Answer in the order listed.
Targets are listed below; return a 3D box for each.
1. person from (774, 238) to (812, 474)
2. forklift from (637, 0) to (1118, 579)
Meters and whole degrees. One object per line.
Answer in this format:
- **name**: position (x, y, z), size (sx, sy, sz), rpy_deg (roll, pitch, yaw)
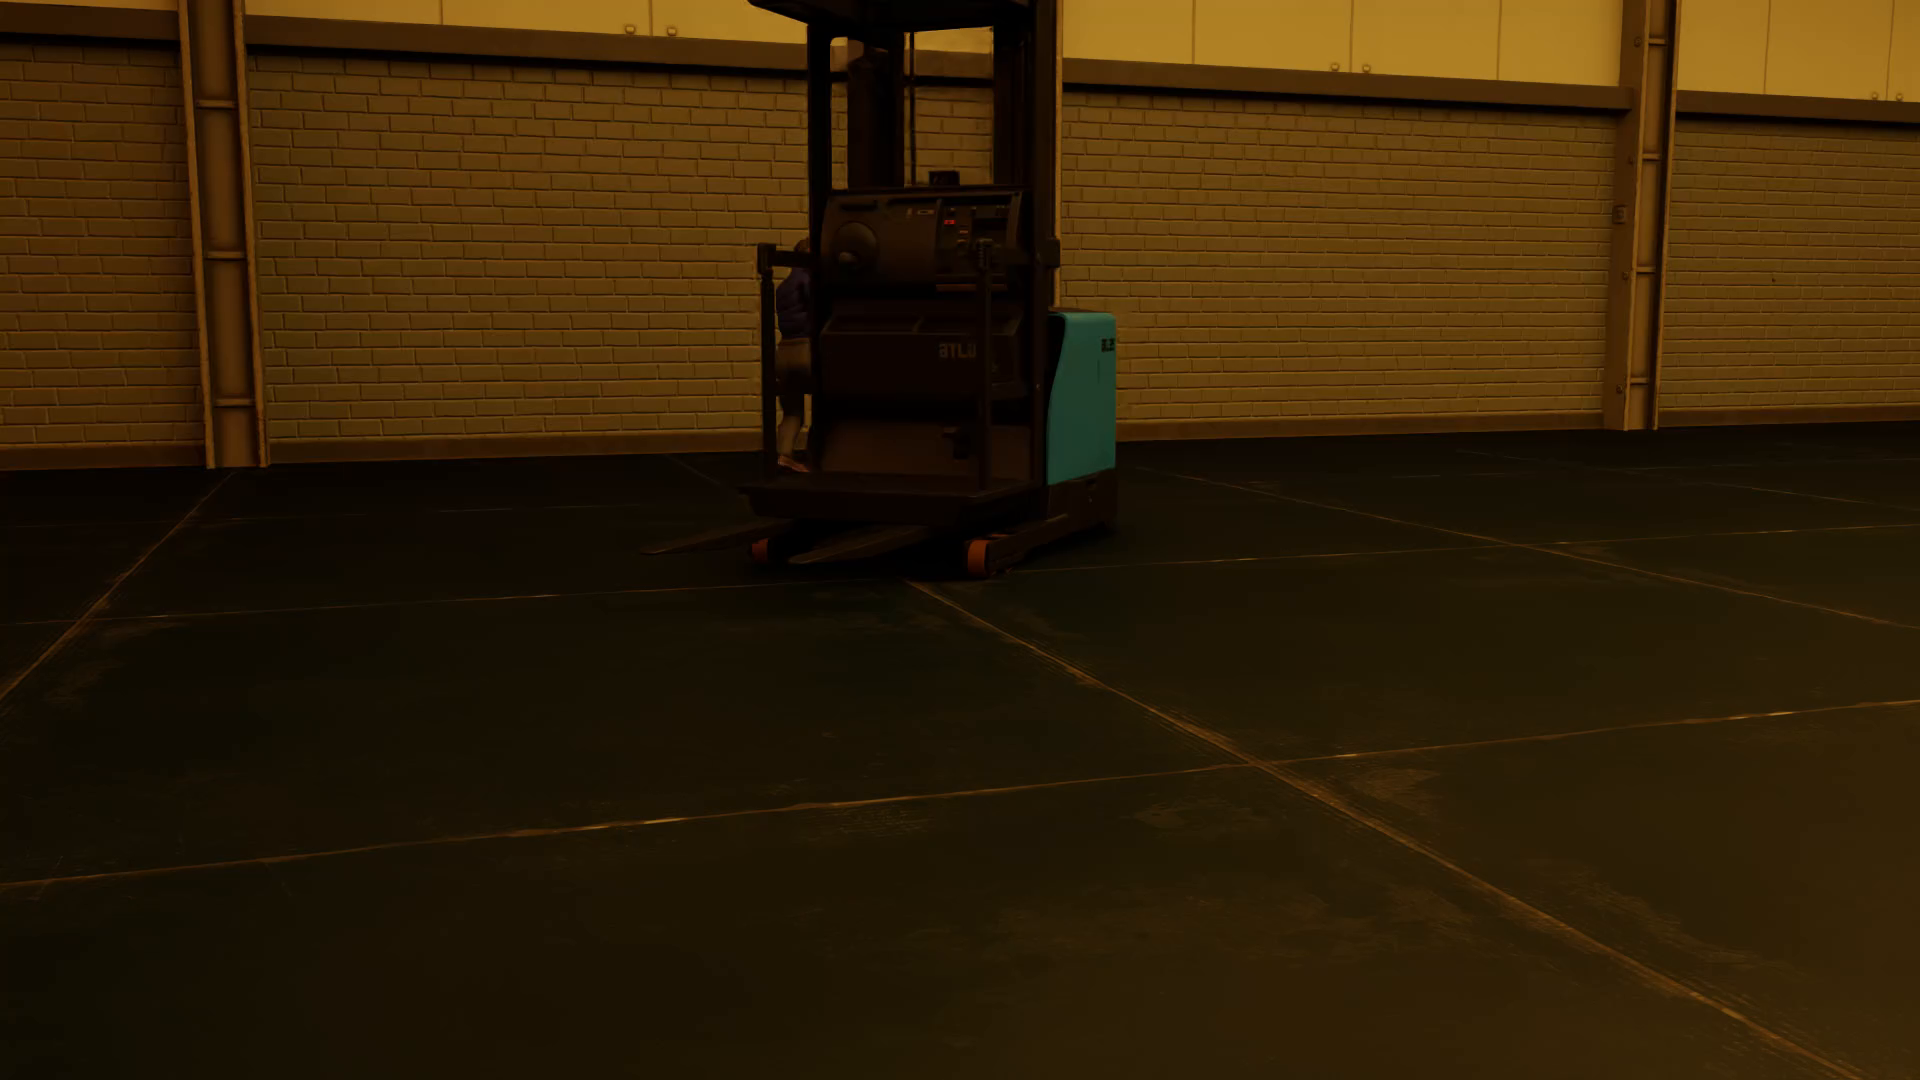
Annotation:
- **person**: position (-0.862, -1.131, 10.497), size (0.785, 1.531, 0.817), rpy_deg (6, 10, 35)
- **forklift**: position (-0.255, -1.357, 7.023), size (1.130, 2.935, 3.031), rpy_deg (3, 8, 23)
